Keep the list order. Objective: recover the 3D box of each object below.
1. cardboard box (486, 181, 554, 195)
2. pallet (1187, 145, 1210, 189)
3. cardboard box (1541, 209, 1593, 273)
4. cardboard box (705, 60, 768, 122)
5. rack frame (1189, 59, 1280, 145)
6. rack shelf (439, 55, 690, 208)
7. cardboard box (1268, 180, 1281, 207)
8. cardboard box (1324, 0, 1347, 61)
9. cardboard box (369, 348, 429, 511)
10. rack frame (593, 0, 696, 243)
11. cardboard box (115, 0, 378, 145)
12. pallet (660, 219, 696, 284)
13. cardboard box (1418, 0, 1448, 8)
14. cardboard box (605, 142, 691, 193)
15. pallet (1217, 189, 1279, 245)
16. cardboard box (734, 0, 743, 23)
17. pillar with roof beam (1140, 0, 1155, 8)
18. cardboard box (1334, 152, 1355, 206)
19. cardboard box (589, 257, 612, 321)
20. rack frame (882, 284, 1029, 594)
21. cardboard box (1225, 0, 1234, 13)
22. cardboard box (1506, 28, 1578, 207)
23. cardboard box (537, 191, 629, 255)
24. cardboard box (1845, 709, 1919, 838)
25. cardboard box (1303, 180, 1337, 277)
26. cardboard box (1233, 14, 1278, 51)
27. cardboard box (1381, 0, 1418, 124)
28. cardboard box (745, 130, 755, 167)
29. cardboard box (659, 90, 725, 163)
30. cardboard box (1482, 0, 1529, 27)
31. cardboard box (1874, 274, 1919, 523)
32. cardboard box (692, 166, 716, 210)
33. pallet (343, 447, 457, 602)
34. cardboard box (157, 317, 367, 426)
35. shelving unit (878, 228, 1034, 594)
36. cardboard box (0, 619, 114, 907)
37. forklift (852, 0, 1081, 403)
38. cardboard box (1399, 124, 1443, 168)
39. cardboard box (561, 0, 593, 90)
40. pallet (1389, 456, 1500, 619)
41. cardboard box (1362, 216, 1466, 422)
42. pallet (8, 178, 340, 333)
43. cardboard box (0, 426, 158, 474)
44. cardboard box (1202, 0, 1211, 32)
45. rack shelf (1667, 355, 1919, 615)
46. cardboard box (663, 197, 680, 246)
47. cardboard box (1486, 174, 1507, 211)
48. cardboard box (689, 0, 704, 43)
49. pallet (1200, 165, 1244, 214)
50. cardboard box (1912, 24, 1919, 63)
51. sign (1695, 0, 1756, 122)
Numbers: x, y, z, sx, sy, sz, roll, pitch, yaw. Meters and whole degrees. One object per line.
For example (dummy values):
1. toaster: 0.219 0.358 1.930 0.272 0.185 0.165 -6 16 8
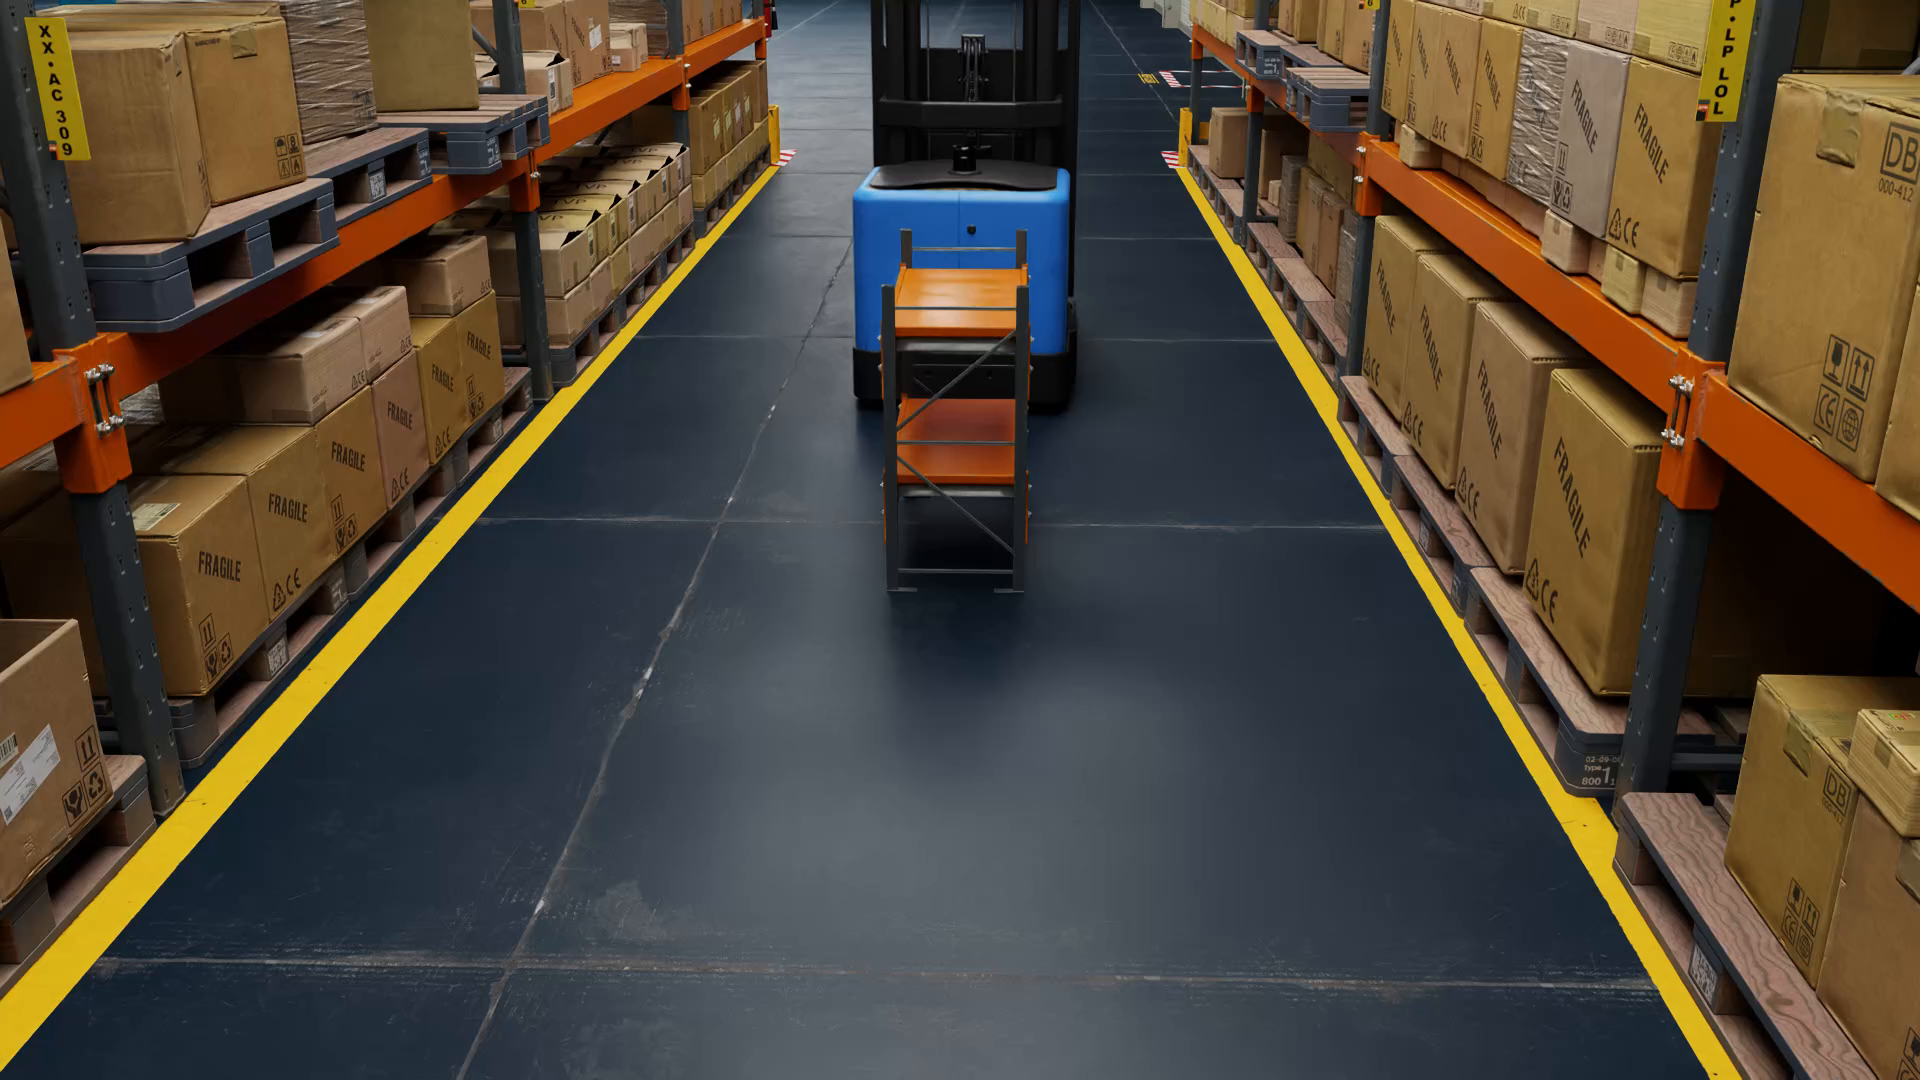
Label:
1. cardboard box: -2.735 -2.025 10.048 0.500 0.311 0.500 1 21 3
2. pallet: 2.582 -3.325 14.806 1.003 0.211 1.213 1 21 2
3. cardboard box: 1.993 -0.905 5.035 0.380 0.149 0.250 1 21 2
4. cardboard box: -2.026 -4.065 15.043 0.500 0.500 0.500 1 21 2
5. rack frame: 2.645 -4.946 15.129 1.000 3.000 0.127 1 21 2
6. rack shelf: -2.489 -2.494 9.805 1.077 0.370 4.000 1 21 2
7. cardboard box: 2.509 -2.578 12.334 0.380 0.166 0.250 -2 21 -5
8. cardboard box: 2.421 -2.926 9.176 0.700 0.500 0.500 1 21 2
9. cardboard box: -2.370 -0.429 6.334 0.500 0.500 0.500 0 21 0
10. rack frame: -2.428 -3.553 11.538 1.000 3.000 0.127 1 21 2
11. cardboard box: -2.675 -1.791 6.280 0.700 0.500 0.500 5 22 12
12. pallet: -2.412 -1.986 11.355 1.003 0.211 1.213 1 21 2
13. cardboard box: 2.114 -2.242 6.546 0.500 0.250 0.500 0 21 1
14. cardboard box: -2.154 -2.578 11.473 0.500 0.311 0.500 1 21 2
15. pallet: 2.508 -2.443 12.533 1.003 0.211 1.213 1 21 2
16. cardboard box: -2.334 -4.877 14.813 0.700 0.500 0.500 1 21 2
17. pillar with roof beam: -0.085 -16.205 35.853 9.100 9.000 0.400 1 21 2
18. cardboard box: 2.462 -2.095 9.592 0.500 0.250 0.500 1 21 1
19. cardboard box: -2.226 -1.388 9.181 0.500 0.250 0.500 0 21 0
20. rack frame: -0.016 -0.338 5.845 0.500 1.125 0.032 1 21 2
21. cardboard box: 2.238 -4.143 12.204 0.500 0.500 0.500 1 21 1
22. cardboard box: 2.071 -1.337 5.252 0.500 0.500 0.500 1 21 2
23. cardboard box: -2.215 -1.842 9.576 0.500 0.311 0.500 0 21 0
24. cardboard box: 1.962 0.451 3.198 0.380 0.149 0.250 1 21 3
25. cardboard box: 2.496 -1.902 10.130 0.700 0.500 0.500 1 21 2
26. cardboard box: 2.235 -3.614 11.875 0.500 0.250 0.500 1 21 2
27. cardboard box: 2.131 -2.075 7.153 0.500 0.500 0.500 1 21 3
28. cardboard box: -2.044 -3.354 14.247 0.500 0.250 0.500 1 21 2
29. cardboard box: -2.094 -3.161 12.714 0.500 0.500 0.500 1 21 2
30. cardboard box: 2.094 -1.876 5.604 0.500 0.250 0.500 0 21 1
31. cardboard box: 2.219 -0.287 2.707 0.980 0.700 0.700 0 21 0
32. cardboard box: -2.111 -2.631 12.383 0.500 0.250 0.500 1 21 2
33. pallet: -2.650 -0.097 6.487 1.003 0.211 1.213 1 21 2
34. cardboard box: -2.383 -0.583 5.696 0.500 0.250 0.500 1 21 2
35. shelving unit: 0.000 -0.522 6.319 0.538 1.125 1.048 1 21 2
36. cardboard box: -2.405 0.509 3.917 0.500 0.500 0.500 1 21 2
37. forklift: 0.099 -2.517 8.964 1.130 2.935 3.031 1 21 4
38. cardboard box: 2.051 -1.643 6.936 0.380 0.149 0.250 1 21 3
39. cardboard box: -2.499 -2.950 9.848 0.500 0.500 0.500 1 21 2
40. pallet: 2.262 -0.029 6.312 1.003 0.211 1.213 1 21 2
41. cardboard box: 2.248 -0.982 7.305 0.750 0.750 0.750 0 21 1
42. pallet: -2.538 -0.858 4.860 1.003 0.211 1.213 1 21 2
43. cardboard box: -2.920 -0.060 5.385 0.500 0.500 0.500 1 21 2
44. cardboard box: 2.290 -4.340 13.748 0.500 0.250 0.500 0 21 1
45. rack shelf: 2.219 0.451 2.213 1.077 0.370 4.000 1 21 2
46. cardboard box: -2.168 -2.131 11.094 0.500 0.250 0.500 0 21 1
47. cardboard box: 2.124 -1.274 5.986 0.380 0.149 0.250 1 21 2
48. cardboard box: -2.392 -4.132 12.893 0.700 0.500 0.500 1 21 2
49. pallet: 2.543 -2.885 13.673 1.003 0.211 1.213 1 21 2
50. cardboard box: 2.554 -1.315 4.157 0.500 0.250 0.500 1 21 3
51. sign: 1.737 -1.112 3.758 0.100 0.325 0.005 1 21 2
